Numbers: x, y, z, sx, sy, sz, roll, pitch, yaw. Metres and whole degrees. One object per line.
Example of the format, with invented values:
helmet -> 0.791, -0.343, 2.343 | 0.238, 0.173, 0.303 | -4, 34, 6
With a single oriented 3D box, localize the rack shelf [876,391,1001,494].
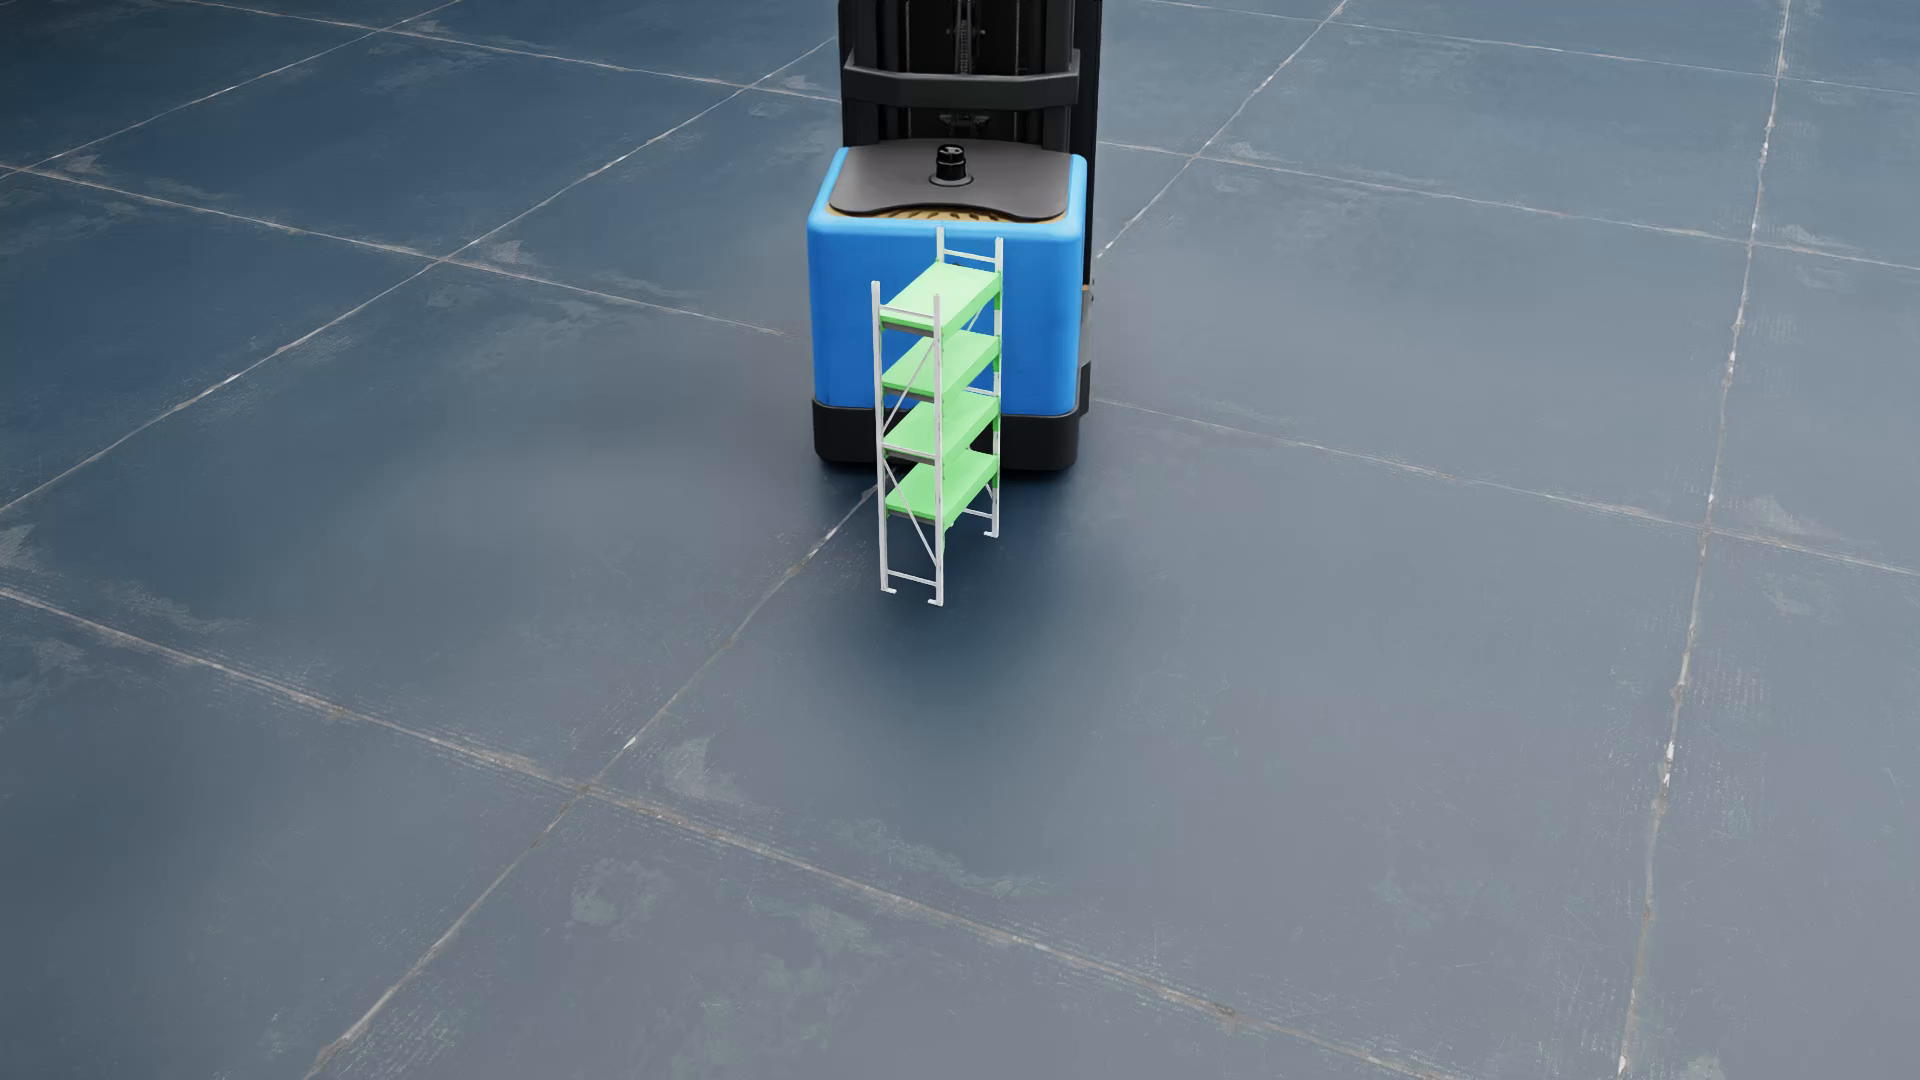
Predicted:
rack shelf -> -0.069, -0.366, 5.830 | 0.258, 0.148, 0.480 | 14, 36, 20

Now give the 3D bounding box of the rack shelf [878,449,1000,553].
rack shelf -> -0.069, -0.165, 5.962 | 0.258, 0.148, 0.480 | 14, 36, 20

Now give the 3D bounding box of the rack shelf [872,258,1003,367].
rack shelf -> -0.069, -0.767, 5.567 | 0.258, 0.148, 0.480 | 14, 36, 20

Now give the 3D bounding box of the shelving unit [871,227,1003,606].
shelving unit -> -0.069, -0.419, 5.795 | 0.258, 1.200, 0.503 | 14, 36, 20

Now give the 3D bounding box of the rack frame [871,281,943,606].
rack frame -> -0.171, -0.298, 5.610 | 0.240, 1.200, 0.015 | 14, 36, 20

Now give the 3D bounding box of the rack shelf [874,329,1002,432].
rack shelf -> -0.069, -0.567, 5.699 | 0.258, 0.148, 0.480 | 14, 36, 20

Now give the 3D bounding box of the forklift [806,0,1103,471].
forklift -> 0.064, -2.284, 7.061 | 1.130, 2.935, 3.031 | 3, 33, 4

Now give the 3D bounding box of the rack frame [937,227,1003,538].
rack frame -> 0.033, -0.541, 5.981 | 0.240, 1.200, 0.015 | 14, 36, 20
